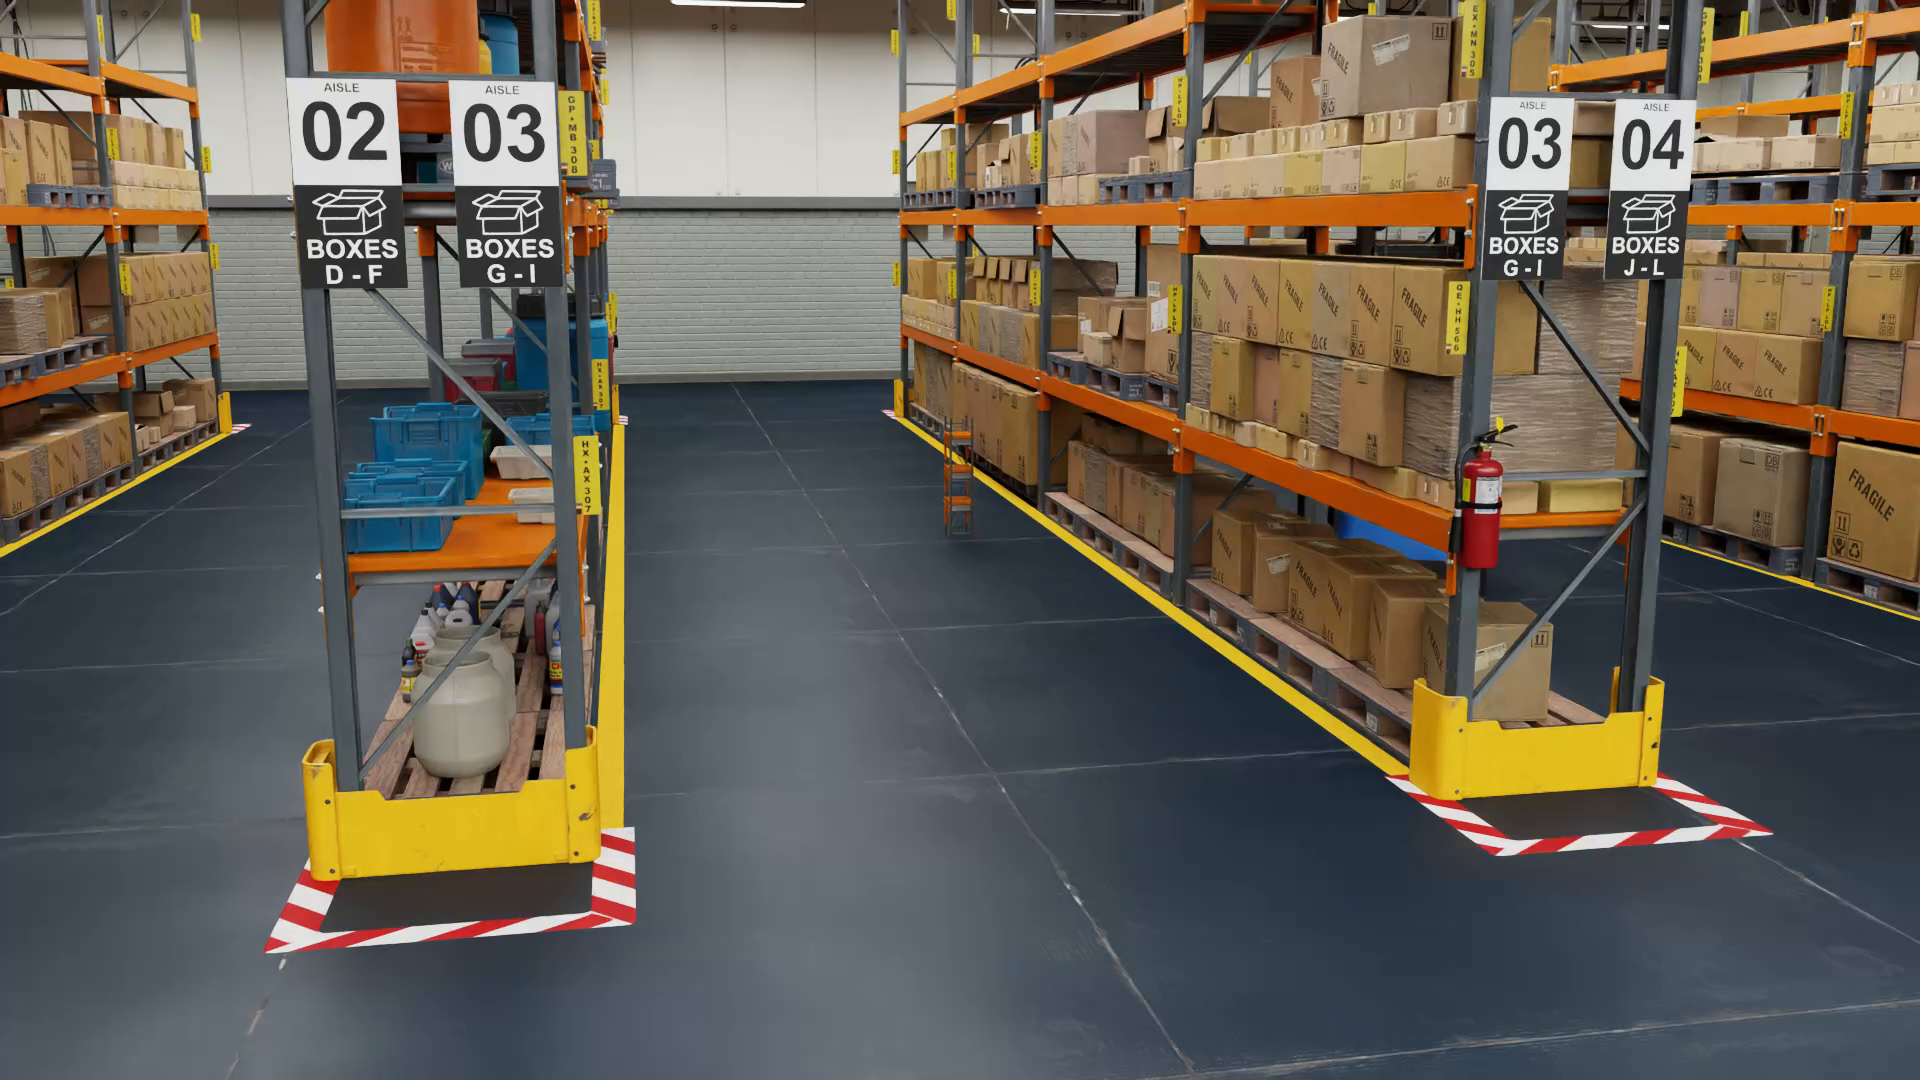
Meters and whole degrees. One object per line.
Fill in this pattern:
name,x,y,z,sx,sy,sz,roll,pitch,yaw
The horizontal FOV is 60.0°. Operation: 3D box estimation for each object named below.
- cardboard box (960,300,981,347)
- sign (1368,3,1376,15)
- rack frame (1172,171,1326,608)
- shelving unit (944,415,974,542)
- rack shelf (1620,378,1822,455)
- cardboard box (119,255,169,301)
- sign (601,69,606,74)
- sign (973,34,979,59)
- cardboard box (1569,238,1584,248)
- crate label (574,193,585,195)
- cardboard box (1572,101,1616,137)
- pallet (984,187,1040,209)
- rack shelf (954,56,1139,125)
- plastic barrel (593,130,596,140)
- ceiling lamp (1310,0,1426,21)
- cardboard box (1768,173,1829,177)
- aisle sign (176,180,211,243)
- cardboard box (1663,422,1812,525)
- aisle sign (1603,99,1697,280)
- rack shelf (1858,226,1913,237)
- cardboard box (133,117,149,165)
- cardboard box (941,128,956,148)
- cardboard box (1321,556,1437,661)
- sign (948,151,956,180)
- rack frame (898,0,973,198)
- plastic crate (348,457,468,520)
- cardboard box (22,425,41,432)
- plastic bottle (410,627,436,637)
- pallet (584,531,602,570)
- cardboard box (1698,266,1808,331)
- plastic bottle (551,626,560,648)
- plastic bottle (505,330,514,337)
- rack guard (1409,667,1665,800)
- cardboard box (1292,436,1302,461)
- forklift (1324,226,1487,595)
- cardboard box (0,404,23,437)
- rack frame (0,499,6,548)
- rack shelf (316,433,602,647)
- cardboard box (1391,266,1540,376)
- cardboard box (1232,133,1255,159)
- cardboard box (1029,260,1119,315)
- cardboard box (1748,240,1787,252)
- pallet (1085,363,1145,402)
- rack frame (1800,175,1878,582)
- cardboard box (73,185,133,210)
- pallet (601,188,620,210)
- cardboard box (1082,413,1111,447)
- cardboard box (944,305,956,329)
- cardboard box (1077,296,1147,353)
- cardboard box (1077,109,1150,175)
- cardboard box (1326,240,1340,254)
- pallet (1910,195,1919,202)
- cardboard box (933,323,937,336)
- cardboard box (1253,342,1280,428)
cardboard box,0.297,-2.447,18.763,0.500,0.500,0.500,-2,11,-11
sign,4.802,-6.082,19.373,0.100,0.325,0.005,-2,11,-11
rack frame,2.009,-1.024,11.555,1.000,3.000,0.127,-2,11,-11
shelving unit,-0.010,-0.526,14.150,0.215,1.050,0.252,-2,11,-11
rack shelf,6.505,-1.199,14.400,1.077,0.370,4.000,-2,11,-11
cardboard box,-9.281,-2.958,18.772,0.500,0.500,0.500,-2,11,-13
sign,-3.866,-5.175,17.879,0.100,0.325,0.005,-2,11,-11
sign,0.210,-6.687,22.553,0.100,0.325,0.005,-2,11,-11
cardboard box,9.193,-4.369,24.453,0.380,0.149,0.250,-2,11,-10
crate label,-2.112,-1.866,8.354,0.502,0.251,0.408,-2,11,-11
cardboard box,2.960,-1.945,7.706,0.380,0.149,0.250,-2,11,-11
pallet,0.833,-3.460,16.834,1.003,0.211,1.213,-2,11,-8
rack shelf,0.842,-4.522,16.880,1.077,0.370,4.000,-2,11,-11
plastic barrel,-4.029,-3.924,17.140,0.600,0.588,0.600,0,11,0
ceiling lamp,6.495,-9.804,26.028,2.000,3.185,0.800,-2,11,-11
cardboard box,10.060,-4.409,19.924,0.500,0.500,0.500,-2,11,-12
aisle sign,-9.756,-4.166,21.110,0.394,0.787,0.004,-2,11,-11
cardboard box,6.501,-0.575,14.088,1.050,0.750,0.750,-2,11,-11
aisle sign,3.093,-1.567,7.455,0.394,0.787,0.004,-2,11,-11
rack shelf,14.653,-4.520,23.823,1.077,0.370,4.000,-2,11,-11
cardboard box,-9.459,-4.422,18.442,0.700,0.500,0.500,-2,11,-11
cardboard box,0.058,-5.001,20.761,0.500,0.250,0.500,-2,11,-13
cardboard box,2.429,0.392,9.676,0.500,0.500,0.500,-1,11,-6
sign,-0.091,-4.237,18.820,0.100,0.325,0.005,-2,11,-11
rack frame,-0.325,-6.172,22.557,1.000,3.000,0.127,-2,11,-11
plastic crate,-2.583,-0.238,7.820,0.499,0.251,0.408,-2,11,-11
cardboard box,-9.206,-0.833,16.060,0.500,0.500,0.500,-2,11,-10
plastic bottle,-2.908,0.618,9.036,0.152,0.276,0.135,-2,11,-13
pallet,-3.281,0.159,12.797,1.003,0.211,1.213,-2,11,-11
cardboard box,6.591,-2.004,13.762,0.700,0.500,0.500,-2,11,-11
plastic bottle,-2.185,0.607,9.105,0.097,0.271,0.097,0,11,0
plastic bottle,-4.337,-1.852,16.039,0.144,0.351,0.185,-2,11,-11
rack guard,2.772,0.923,8.008,1.175,0.500,0.348,-2,11,-11
cardboard box,2.153,-0.532,9.639,0.380,0.149,0.250,-2,11,-11
forklift,3.470,-1.271,13.033,1.130,2.935,3.031,2,11,10
cardboard box,-9.117,-1.115,15.538,0.500,0.250,0.500,-2,11,-12
rack frame,-8.487,-1.398,13.520,1.000,3.000,0.127,-2,11,-11
rack shelf,-2.461,-0.124,8.749,1.077,0.370,4.000,-2,11,-11
cardboard box,2.437,-1.069,8.053,0.500,0.500,0.500,-2,11,-11
cardboard box,1.920,-2.452,10.369,0.380,0.149,0.250,-2,11,-11
cardboard box,1.104,-2.434,16.014,0.797,0.503,0.637,-2,11,-9
cardboard box,10.367,-3.778,21.348,0.380,0.149,0.250,-2,11,-12
pallet,1.656,-1.302,13.528,1.003,0.211,1.213,-2,11,-11
rack frame,6.894,-1.186,12.405,1.000,3.000,0.127,-2,11,-11
cardboard box,-9.117,-3.630,17.624,0.500,0.250,0.500,-2,11,-11
pallet,-4.157,-3.552,17.318,1.213,0.211,1.003,-2,11,-11
cardboard box,1.390,-0.993,14.892,0.500,0.250,0.500,-2,11,-9
cardboard box,0.109,-2.635,19.625,0.500,0.250,0.500,-2,11,-12
cardboard box,1.375,-1.916,14.848,0.500,0.500,0.500,-4,11,-18
cardboard box,1.270,-3.245,13.598,0.500,0.500,0.500,-2,11,-13
cardboard box,4.875,-3.511,20.882,0.500,0.500,0.500,-2,11,-13
pallet,10.774,-3.615,17.650,1.213,0.211,1.003,-2,11,-8
cardboard box,-0.128,-2.601,20.510,0.380,0.149,0.250,-2,11,-10
cardboard box,2.294,-0.954,10.121,0.875,0.500,0.500,-2,11,-11
